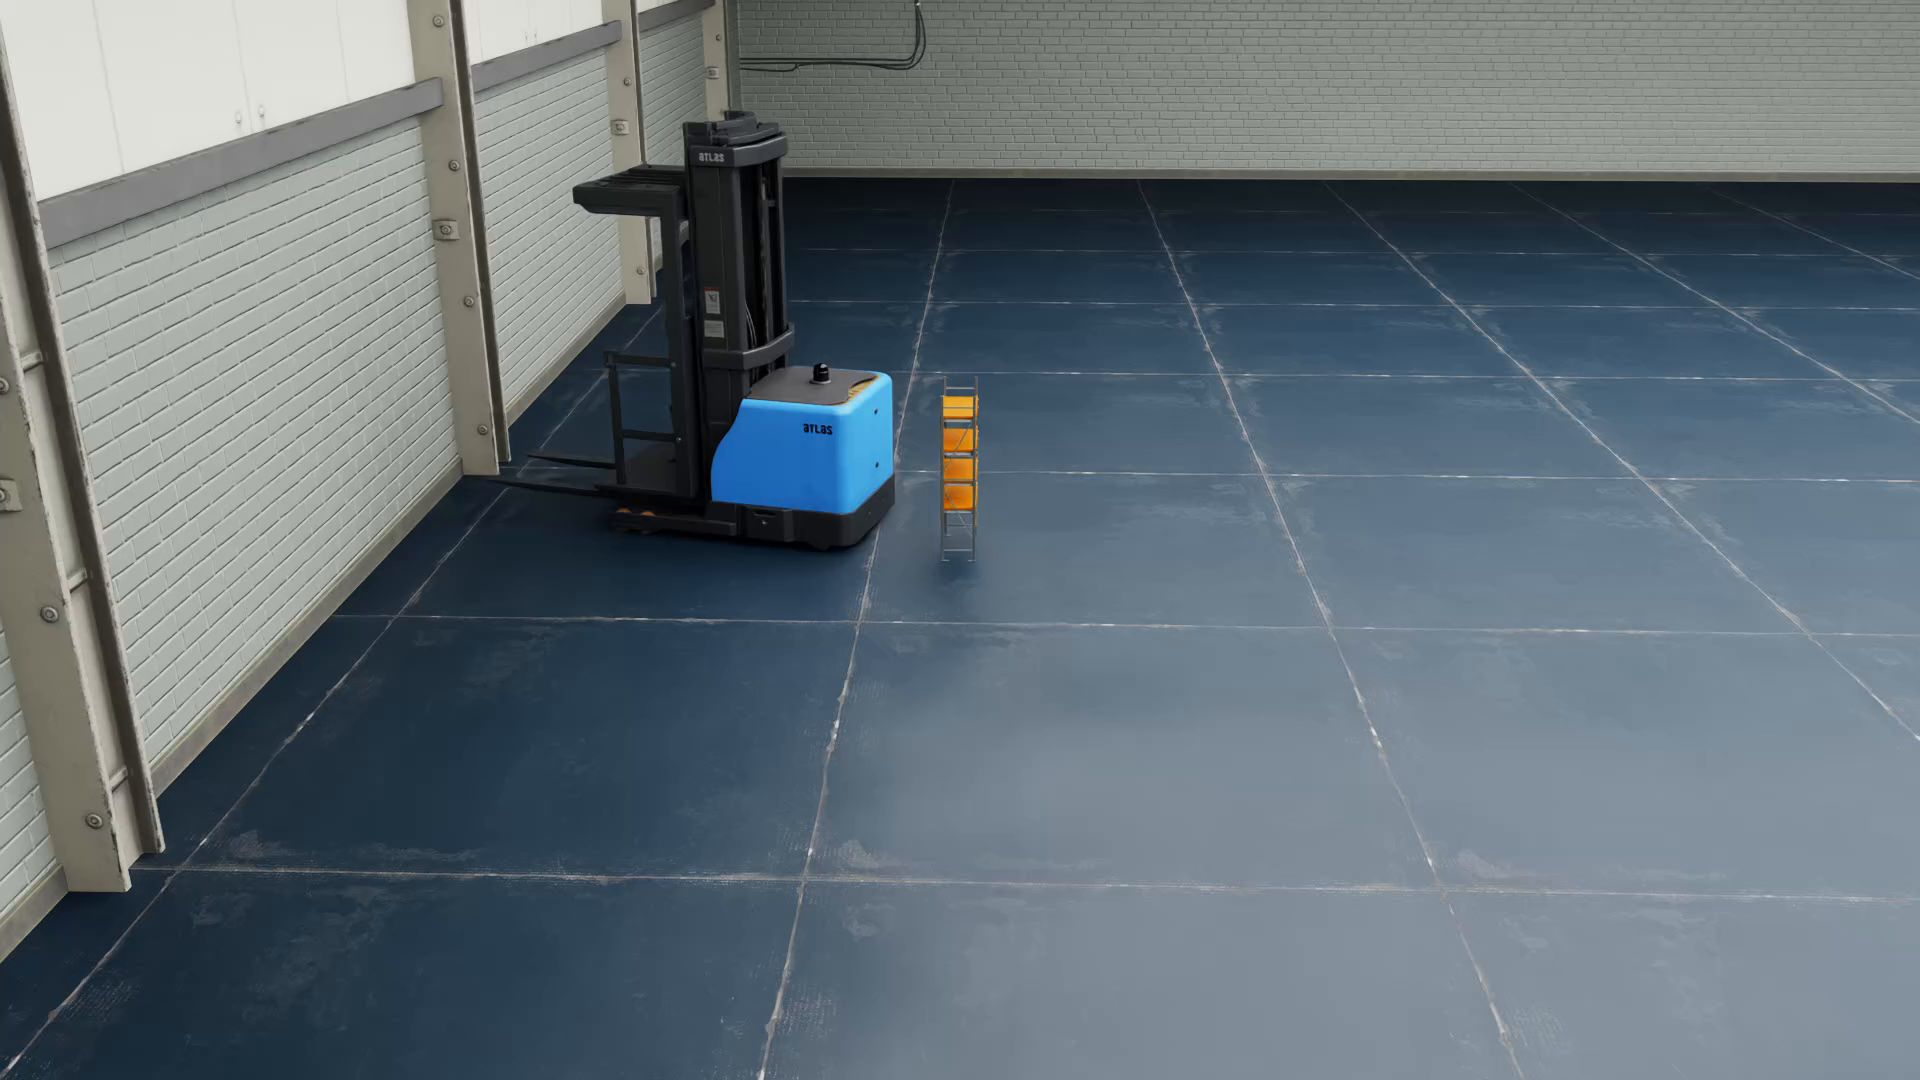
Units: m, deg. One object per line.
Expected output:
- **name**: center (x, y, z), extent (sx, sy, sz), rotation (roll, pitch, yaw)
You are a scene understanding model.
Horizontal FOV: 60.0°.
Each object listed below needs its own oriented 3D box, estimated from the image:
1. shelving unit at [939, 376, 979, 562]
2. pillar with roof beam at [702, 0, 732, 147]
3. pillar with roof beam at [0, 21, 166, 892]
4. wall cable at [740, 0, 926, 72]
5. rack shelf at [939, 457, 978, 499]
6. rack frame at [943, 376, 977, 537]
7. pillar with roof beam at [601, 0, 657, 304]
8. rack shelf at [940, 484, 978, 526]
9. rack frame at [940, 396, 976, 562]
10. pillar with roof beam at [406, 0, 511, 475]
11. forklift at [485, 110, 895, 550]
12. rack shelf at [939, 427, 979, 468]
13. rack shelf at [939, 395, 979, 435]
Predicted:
- **shelving unit**: center (-0.005, -0.500, 11.658), extent (0.258, 1.200, 0.503), rotation (1, 21, 2)
- **pillar with roof beam**: center (0.799, -9.082, 22.995), extent (9.100, 9.000, 0.400), rotation (1, 21, 2)
- **pillar with roof beam**: center (0.252, -2.574, 6.221), extent (9.100, 9.000, 0.400), rotation (1, 21, 2)
- **wall cable**: center (-2.092, -8.732, 26.386), extent (3.097, 2.526, 0.112), rotation (1, 21, 2)
- **rack shelf**: center (-0.005, -0.437, 11.682), extent (0.258, 0.148, 0.480), rotation (1, 21, 2)
- **rack frame**: center (0.002, -0.588, 11.885), extent (0.240, 1.200, 0.015), rotation (1, 21, 2)
- **pillar with roof beam**: center (0.617, -6.912, 17.404), extent (9.100, 9.000, 0.400), rotation (1, 21, 2)
- **rack shelf**: center (-0.005, -0.252, 11.754), extent (0.258, 0.148, 0.480), rotation (1, 21, 2)
- **rack frame**: center (-0.012, -0.411, 11.430), extent (0.240, 1.200, 0.015), rotation (1, 21, 2)
- **pillar with roof beam**: center (0.434, -4.743, 11.813), extent (9.100, 9.000, 0.400), rotation (1, 21, 2)
- **forklift**: center (-2.063, -1.582, 12.055), extent (3.031, 2.935, 1.130), rotation (6, 22, 15)
- **rack shelf**: center (-0.005, -0.645, 11.601), extent (0.258, 0.148, 0.480), rotation (1, 21, 2)
- **rack shelf**: center (-0.005, -0.866, 11.515), extent (0.258, 0.148, 0.480), rotation (1, 21, 2)
